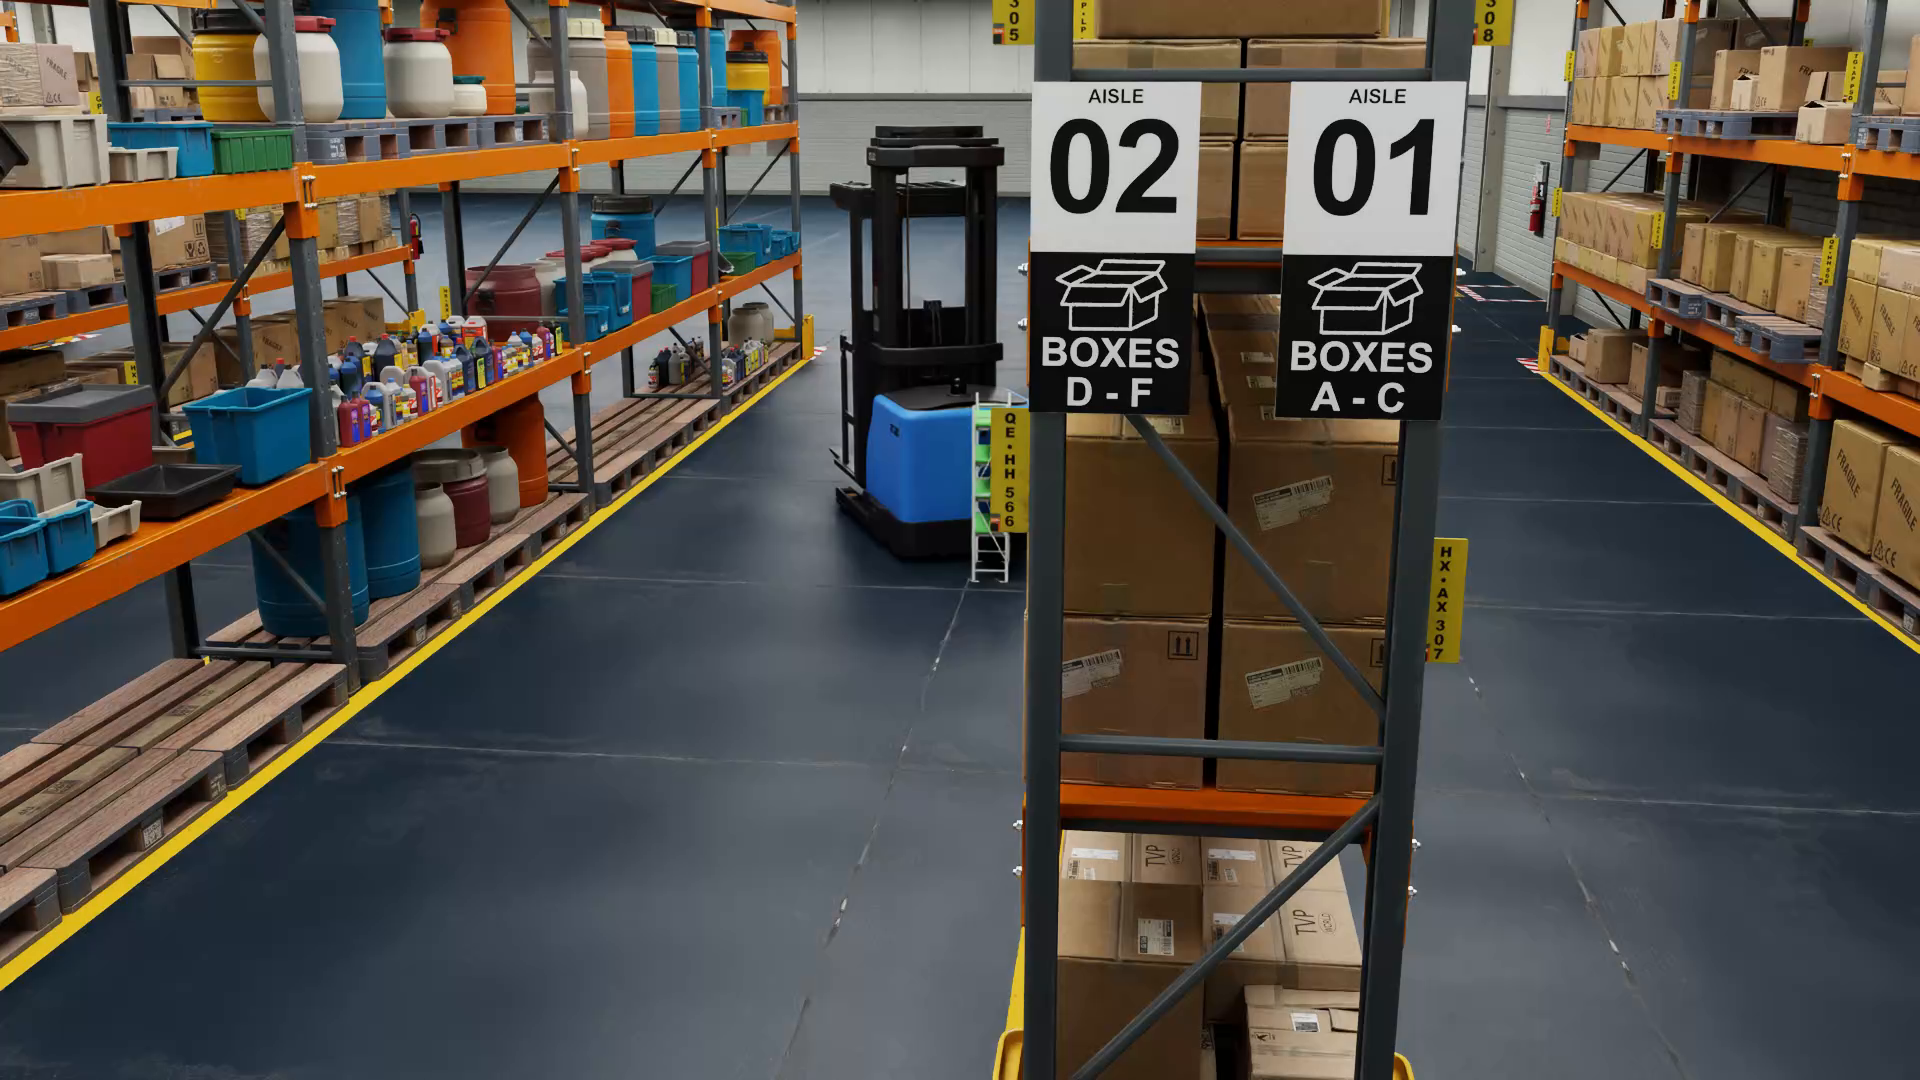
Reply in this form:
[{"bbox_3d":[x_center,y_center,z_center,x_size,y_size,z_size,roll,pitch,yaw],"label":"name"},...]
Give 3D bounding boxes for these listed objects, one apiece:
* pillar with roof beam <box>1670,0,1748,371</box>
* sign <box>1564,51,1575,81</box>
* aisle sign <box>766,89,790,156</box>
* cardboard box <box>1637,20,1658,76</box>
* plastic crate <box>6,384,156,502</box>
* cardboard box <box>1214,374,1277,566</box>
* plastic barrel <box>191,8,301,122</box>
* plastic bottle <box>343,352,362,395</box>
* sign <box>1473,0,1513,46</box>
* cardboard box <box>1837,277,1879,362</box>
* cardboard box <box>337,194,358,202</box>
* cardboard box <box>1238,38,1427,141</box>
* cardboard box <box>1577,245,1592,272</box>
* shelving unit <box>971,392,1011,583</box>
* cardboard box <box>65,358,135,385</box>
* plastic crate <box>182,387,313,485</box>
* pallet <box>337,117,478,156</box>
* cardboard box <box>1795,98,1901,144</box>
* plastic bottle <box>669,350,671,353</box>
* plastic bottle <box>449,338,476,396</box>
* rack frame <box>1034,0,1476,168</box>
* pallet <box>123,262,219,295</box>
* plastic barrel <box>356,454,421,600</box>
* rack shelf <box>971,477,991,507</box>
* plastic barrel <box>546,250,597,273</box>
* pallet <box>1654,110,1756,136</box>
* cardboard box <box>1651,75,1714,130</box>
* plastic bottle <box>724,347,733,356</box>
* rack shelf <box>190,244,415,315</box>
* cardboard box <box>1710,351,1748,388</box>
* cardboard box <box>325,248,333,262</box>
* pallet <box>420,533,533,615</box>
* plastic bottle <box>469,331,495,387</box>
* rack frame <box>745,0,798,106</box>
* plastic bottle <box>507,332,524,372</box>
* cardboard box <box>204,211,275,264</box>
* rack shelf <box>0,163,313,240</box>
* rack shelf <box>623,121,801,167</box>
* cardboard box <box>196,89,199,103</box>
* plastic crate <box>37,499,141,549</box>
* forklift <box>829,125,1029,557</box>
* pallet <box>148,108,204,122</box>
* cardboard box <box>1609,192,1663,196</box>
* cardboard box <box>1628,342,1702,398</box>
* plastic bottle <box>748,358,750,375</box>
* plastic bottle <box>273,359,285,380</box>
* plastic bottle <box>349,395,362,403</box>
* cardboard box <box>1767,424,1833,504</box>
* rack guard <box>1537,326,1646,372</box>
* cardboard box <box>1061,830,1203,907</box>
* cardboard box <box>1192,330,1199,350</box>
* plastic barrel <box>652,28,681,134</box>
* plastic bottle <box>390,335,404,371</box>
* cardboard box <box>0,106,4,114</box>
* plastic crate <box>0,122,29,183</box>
[{"bbox_3d":[3.908,-6.265,18.092,9.100,9.000,0.400,2,15,6],"label":"pillar with roof beam"},{"bbox_3d":[6.866,-5.335,18.725,0.100,0.325,0.005,2,15,6],"label":"sign"},{"bbox_3d":[-2.135,-5.006,19.948,0.394,0.787,0.004,2,15,6],"label":"aisle sign"},{"bbox_3d":[6.793,-4.682,15.837,0.500,0.500,0.500,3,15,9],"label":"cardboard box"},{"bbox_3d":[-4.142,-0.464,7.895,0.402,0.464,0.583,2,15,6],"label":"plastic crate"},{"bbox_3d":[1.041,-0.218,5.116,0.500,0.500,0.500,2,15,7],"label":"cardboard box"},{"bbox_3d":[-3.891,-2.613,9.167,0.600,0.588,0.600,0,15,0],"label":"plastic barrel"},{"bbox_3d":[-3.868,-1.063,10.592,0.097,0.271,0.097,0,15,0],"label":"plastic bottle"},{"bbox_3d":[1.217,-1.298,3.796,0.100,0.325,0.005,2,15,6],"label":"sign"},{"bbox_3d":[6.194,-1.457,11.006,0.500,0.500,0.500,2,15,8],"label":"cardboard box"},{"bbox_3d":[-7.286,-4.152,19.094,0.500,0.500,0.500,2,15,6],"label":"cardboard box"},{"bbox_3d":[0.994,-1.187,4.388,0.500,0.250,0.500,2,15,6],"label":"cardboard box"},{"bbox_3d":[6.927,-3.002,17.767,0.500,0.250,0.500,1,15,5],"label":"cardboard box"},{"bbox_3d":[0.213,-0.357,11.183,0.258,1.200,0.503,1,15,3],"label":"shelving unit"},{"bbox_3d":[-8.037,-1.428,15.644,0.700,0.500,0.500,0,15,1],"label":"cardboard box"},{"bbox_3d":[-3.506,-0.519,8.250,0.392,0.384,0.575,2,15,6],"label":"plastic crate"},{"bbox_3d":[-3.676,-2.486,10.224,1.003,0.211,1.213,2,15,6],"label":"pallet"},{"bbox_3d":[6.316,-2.984,11.836,0.500,0.311,0.500,2,15,6],"label":"cardboard box"},{"bbox_3d":[-3.105,-1.873,17.705,0.061,0.283,0.133,3,15,10],"label":"plastic bottle"},{"bbox_3d":[-3.187,-1.106,10.600,0.144,0.351,0.185,2,15,6],"label":"plastic bottle"},{"bbox_3d":[0.677,-2.340,3.578,1.000,3.000,0.127,2,15,6],"label":"rack frame"},{"bbox_3d":[-8.042,-2.563,16.261,1.003,0.211,1.213,2,15,6],"label":"pallet"},{"bbox_3d":[-3.634,-0.143,10.159,0.600,0.901,0.708,2,15,6],"label":"plastic barrel"},{"bbox_3d":[0.213,-0.295,11.200,0.258,0.148,0.480,1,15,3],"label":"rack shelf"},{"bbox_3d":[-3.347,-2.225,14.384,0.433,0.535,0.433,0,15,0],"label":"plastic barrel"},{"bbox_3d":[6.778,-3.612,14.387,1.213,0.211,1.003,2,15,6],"label":"pallet"},{"bbox_3d":[6.766,-4.057,15.441,0.500,0.500,0.500,2,15,8],"label":"cardboard box"},{"bbox_3d":[-2.467,-1.955,18.022,0.152,0.276,0.135,2,15,6],"label":"plastic bottle"},{"bbox_3d":[-7.585,-3.021,18.966,1.077,0.370,4.000,2,15,6],"label":"rack shelf"},{"bbox_3d":[6.841,-1.474,14.375,0.500,0.250,0.500,1,15,5],"label":"cardboard box"},{"bbox_3d":[-7.349,-3.231,18.845,0.380,0.149,0.250,2,15,6],"label":"cardboard box"},{"bbox_3d":[-3.529,0.201,11.014,1.003,0.211,1.213,2,15,6],"label":"pallet"},{"bbox_3d":[-3.151,-1.188,10.905,0.144,0.351,0.185,2,15,6],"label":"plastic bottle"},{"bbox_3d":[-2.438,-6.637,19.468,1.000,3.000,0.127,2,15,6],"label":"rack frame"},{"bbox_3d":[-3.064,-1.296,11.456,0.097,0.271,0.097,0,15,0],"label":"plastic bottle"},{"bbox_3d":[-7.699,-3.156,17.327,0.875,0.500,0.500,2,15,6],"label":"cardboard box"},{"bbox_3d":[-4.018,-1.211,6.525,1.077,0.370,4.000,2,15,6],"label":"rack shelf"},{"bbox_3d":[-2.664,-4.323,18.035,1.077,0.370,4.000,2,15,6],"label":"rack shelf"},{"bbox_3d":[-7.468,-4.493,16.808,0.380,0.149,0.250,1,15,5],"label":"cardboard box"},{"bbox_3d":[-3.690,-0.070,7.064,0.293,0.136,0.466,2,15,6],"label":"plastic crate"},{"bbox_3d":[-0.342,-1.640,12.614,1.130,2.935,3.031,-5,16,-17],"label":"forklift"},{"bbox_3d":[-7.987,-4.050,16.006,1.213,0.211,1.003,2,15,6],"label":"pallet"},{"bbox_3d":[7.563,-3.620,18.615,0.500,0.500,0.500,2,15,6],"label":"cardboard box"},{"bbox_3d":[7.031,-1.688,16.604,0.500,0.500,0.500,1,15,2],"label":"cardboard box"},{"bbox_3d":[-2.310,-1.884,17.901,0.097,0.201,0.097,0,15,0],"label":"plastic bottle"},{"bbox_3d":[-3.993,-0.901,9.842,0.144,0.351,0.185,2,15,6],"label":"plastic bottle"},{"bbox_3d":[-3.446,-0.735,9.516,0.097,0.201,0.097,0,15,0],"label":"plastic bottle"},{"bbox_3d":[6.532,-0.568,12.463,0.700,0.500,0.500,2,15,7],"label":"cardboard box"},{"bbox_3d":[7.397,-2.223,19.425,1.175,0.500,0.348,2,15,6],"label":"rack guard"},{"bbox_3d":[0.631,1.277,6.119,0.500,0.250,0.500,2,15,6],"label":"cardboard box"},{"bbox_3d":[0.622,-0.498,6.149,0.500,0.500,0.500,2,15,8],"label":"cardboard box"},{"bbox_3d":[-2.805,-4.086,14.818,0.600,0.901,0.600,0,15,0],"label":"plastic barrel"},{"bbox_3d":[-3.845,-1.258,11.313,0.097,0.271,0.097,0,15,0],"label":"plastic bottle"},{"bbox_3d":[-7.957,-3.302,13.168,0.500,0.250,0.500,2,15,7],"label":"cardboard box"},{"bbox_3d":[-3.798,-1.397,5.956,0.504,0.338,0.767,2,15,6],"label":"plastic crate"}]
